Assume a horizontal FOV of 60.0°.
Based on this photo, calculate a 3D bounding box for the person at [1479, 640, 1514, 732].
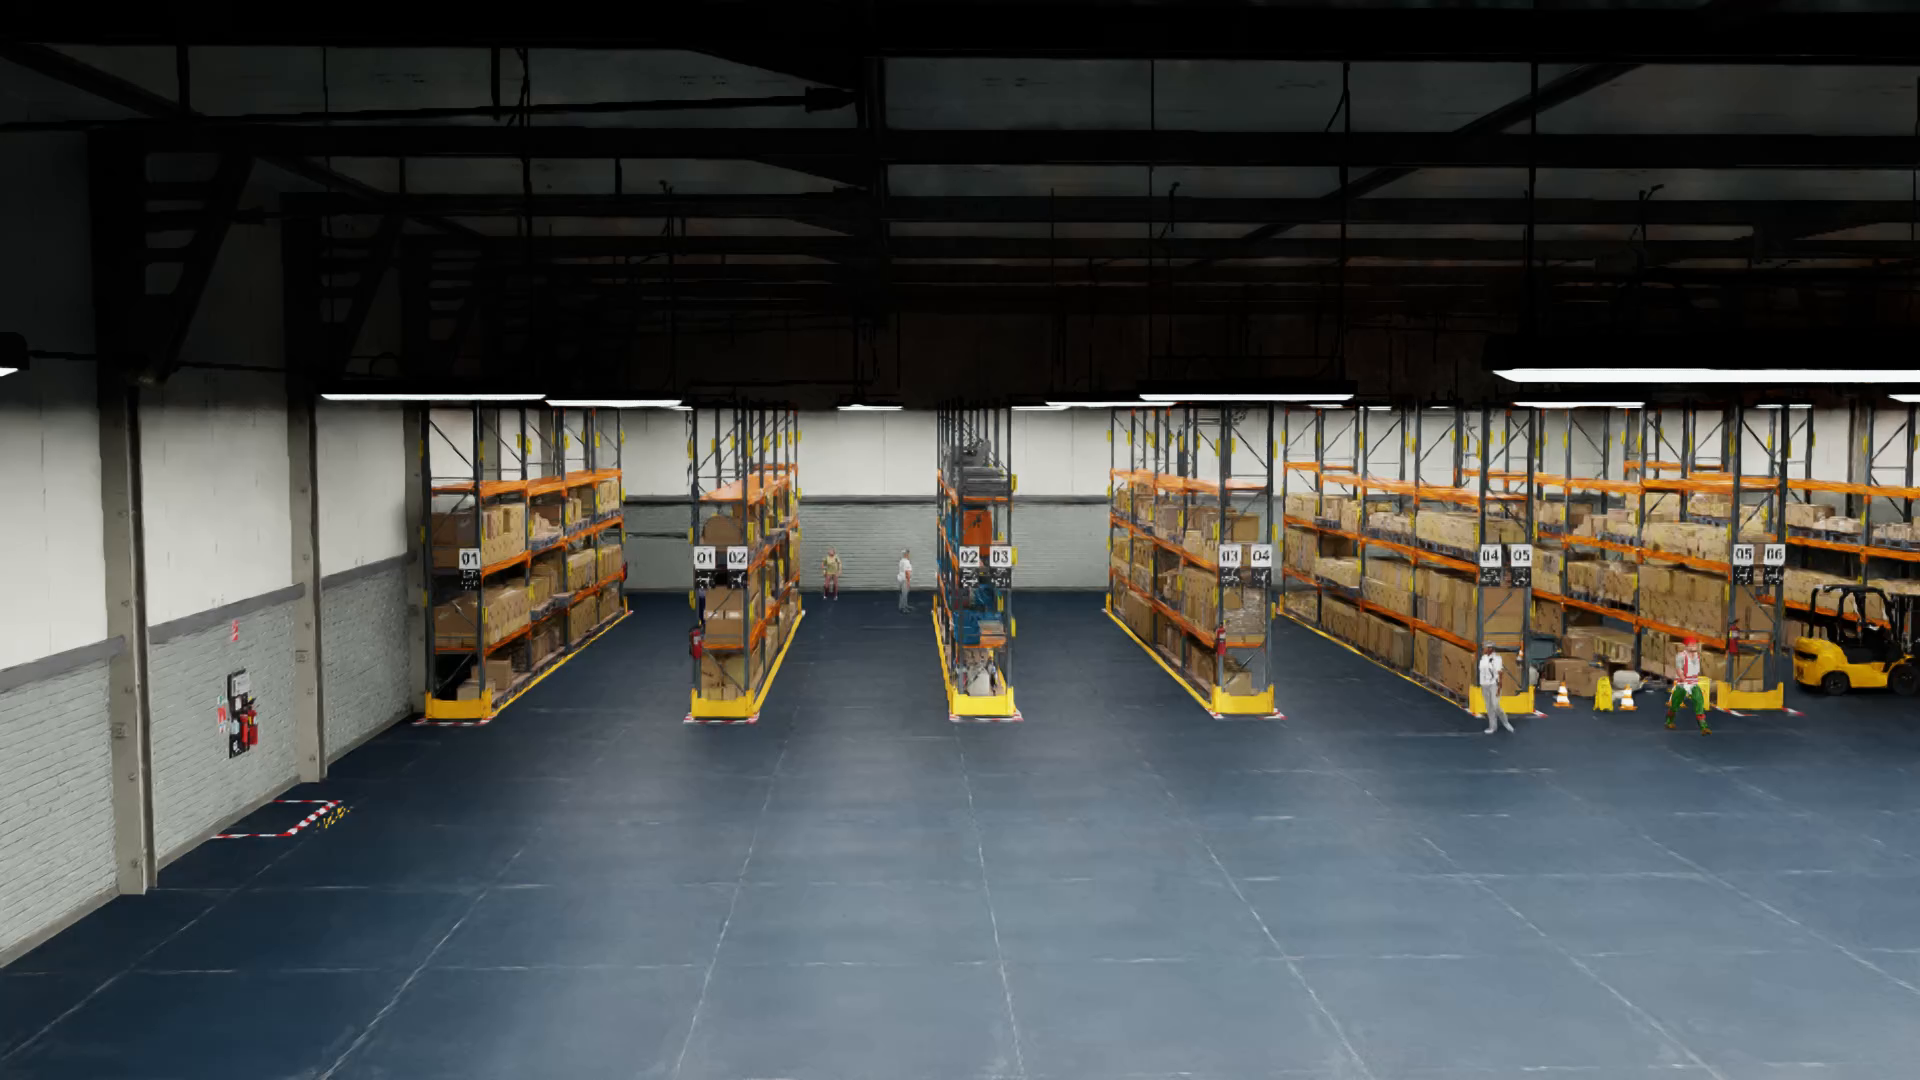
[{"bbox_3d":[9.526,2.603,29.578,0.461,1.655,0.629,-3,5,-32],"label":"person"}]

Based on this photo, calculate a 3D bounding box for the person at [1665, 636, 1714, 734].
[{"bbox_3d":[12.965,2.563,29.576,0.526,1.728,1.031,-1,4,-11],"label":"person"}]

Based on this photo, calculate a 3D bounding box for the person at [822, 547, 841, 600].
[{"bbox_3d":[-3.909,1.016,50.593,0.598,1.618,0.507,0,4,-5],"label":"person"}]

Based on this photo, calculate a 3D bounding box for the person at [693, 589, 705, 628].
[{"bbox_3d":[-6.741,1.564,43.553,0.479,1.567,1.090,0,4,0],"label":"person"}]

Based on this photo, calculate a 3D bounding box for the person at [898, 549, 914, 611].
[{"bbox_3d":[-1.542,1.153,47.810,0.558,1.750,0.659,-2,5,-20],"label":"person"}]
